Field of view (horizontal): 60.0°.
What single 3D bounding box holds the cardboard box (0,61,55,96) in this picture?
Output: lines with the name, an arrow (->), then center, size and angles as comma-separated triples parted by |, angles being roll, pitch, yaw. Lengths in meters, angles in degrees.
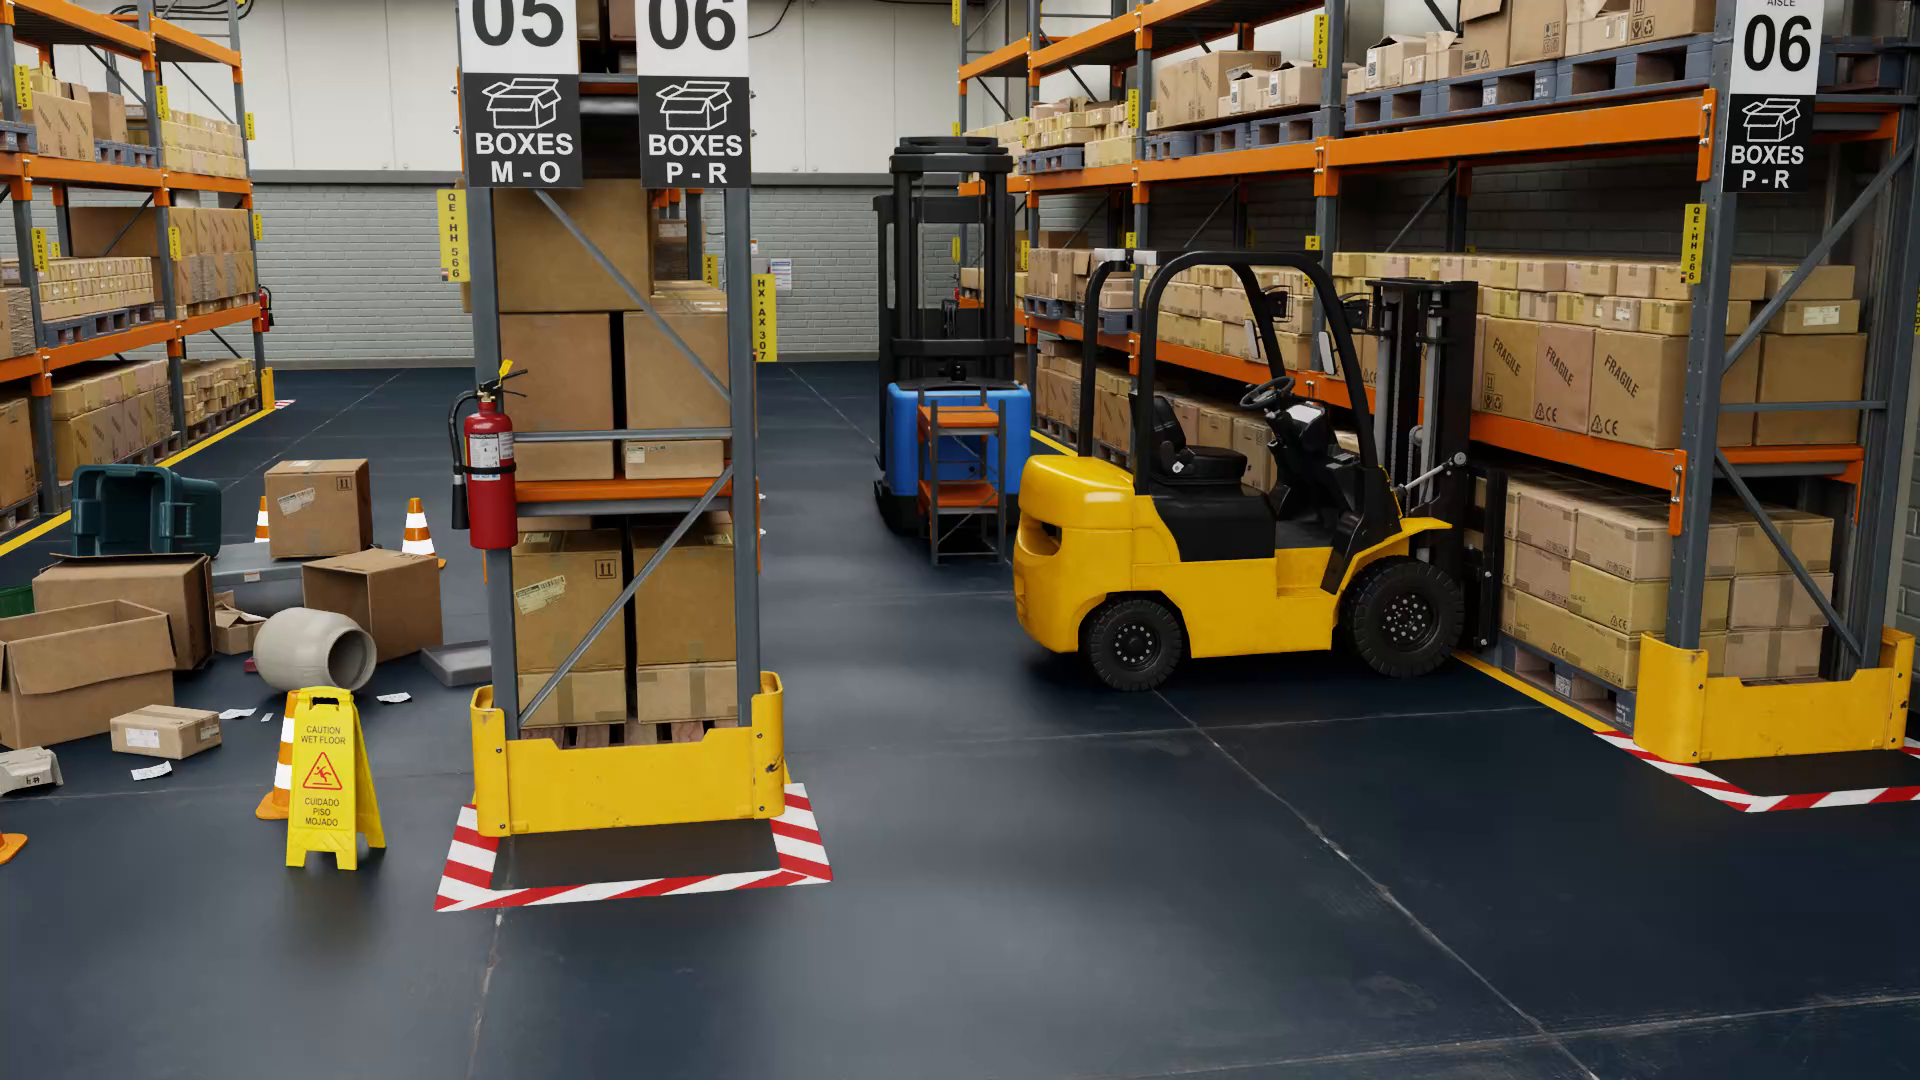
cardboard box -> -7.572, -3.733, 13.449 | 0.396, 0.266, 0.258 | -2, 11, -11

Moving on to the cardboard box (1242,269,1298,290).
cardboard box -> 2.300, -1.911, 12.212 | 0.380, 0.149, 0.250 | -2, 11, -12

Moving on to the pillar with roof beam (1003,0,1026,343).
pillar with roof beam -> -3.378, -6.820, 23.962 | 9.100, 9.000, 0.400 | -2, 11, -11

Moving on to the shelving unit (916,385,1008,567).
shelving unit -> 0.000, -0.475, 11.685 | 0.538, 1.125, 1.048 | -1, 11, -6

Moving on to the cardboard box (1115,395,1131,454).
cardboard box -> 1.748, -1.083, 15.427 | 0.500, 0.500, 0.500 | -2, 11, -9

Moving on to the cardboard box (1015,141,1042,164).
cardboard box -> 0.923, -4.394, 18.844 | 0.500, 0.250, 0.500 | -2, 11, -11

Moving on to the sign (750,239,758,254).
sign -> -3.509, -4.846, 27.425 | 0.339, 0.242, 0.001 | -2, 11, -11

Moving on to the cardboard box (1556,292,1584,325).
cardboard box -> 3.148, -1.130, 8.111 | 0.380, 0.149, 0.250 | -2, 11, -11

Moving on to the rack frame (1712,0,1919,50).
rack frame -> 3.597, -3.515, 6.596 | 1.000, 3.000, 0.127 | -2, 11, -11

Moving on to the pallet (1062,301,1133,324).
pallet -> 1.658, -2.297, 16.757 | 1.003, 0.211, 1.213 | -2, 11, -11

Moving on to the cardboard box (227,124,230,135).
cardboard box -> -8.894, -4.866, 19.713 | 0.380, 0.149, 0.250 | -2, 11, -10

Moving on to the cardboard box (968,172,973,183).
cardboard box -> 0.319, -4.786, 21.967 | 0.380, 0.149, 0.250 | -2, 11, -10

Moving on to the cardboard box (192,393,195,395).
cardboard box -> -8.418, -1.506, 17.790 | 0.380, 0.149, 0.250 | -2, 11, -11

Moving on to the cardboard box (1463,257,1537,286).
cardboard box -> 2.984, -1.468, 9.087 | 0.380, 0.149, 0.250 | -2, 11, -11

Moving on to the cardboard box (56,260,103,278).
cardboard box -> -7.865, -2.409, 14.789 | 0.380, 0.149, 0.250 | -2, 11, -12

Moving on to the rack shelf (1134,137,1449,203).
rack shelf -> 2.430, -2.788, 12.726 | 1.077, 0.370, 4.000 | -2, 11, -11

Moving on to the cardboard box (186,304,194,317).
cardboard box -> -8.449, -2.471, 17.829 | 0.380, 0.149, 0.250 | -3, 11, -14

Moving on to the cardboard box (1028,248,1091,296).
cardboard box -> 1.137, -2.927, 18.163 | 0.700, 0.500, 0.500 | -2, 11, -10

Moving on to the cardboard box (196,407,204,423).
cardboard box -> -8.249, -1.322, 17.621 | 0.380, 0.149, 0.250 | -2, 11, -9

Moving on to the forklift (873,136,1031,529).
forklift -> -0.133, -1.748, 13.544 | 1.130, 2.935, 3.031 | -1, 11, -6

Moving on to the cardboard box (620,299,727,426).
cardboard box -> -1.196, -0.774, 7.176 | 0.500, 0.500, 0.500 | -2, 11, -9

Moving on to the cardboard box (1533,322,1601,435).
cardboard box -> 3.152, -0.793, 8.074 | 0.500, 0.500, 0.500 | -2, 11, -9

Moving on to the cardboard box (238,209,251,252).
cardboard box -> -8.886, -3.734, 20.056 | 0.500, 0.500, 0.500 | -2, 11, -12

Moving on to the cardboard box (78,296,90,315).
cardboard box -> -7.766, -2.024, 14.359 | 0.380, 0.149, 0.250 | -2, 11, -9

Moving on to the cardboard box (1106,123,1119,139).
cardboard box -> 1.587, -3.828, 15.601 | 0.380, 0.149, 0.250 | -2, 11, -11

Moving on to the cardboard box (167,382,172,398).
cardboard box -> -8.305, -1.558, 17.269 | 0.380, 0.149, 0.250 | -2, 11, -9

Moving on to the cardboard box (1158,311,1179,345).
cardboard box -> 1.980, -1.779, 13.920 | 0.500, 0.250, 0.500 | -2, 11, -12

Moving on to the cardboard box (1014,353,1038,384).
cardboard box -> 0.841, -2.016, 20.331 | 0.700, 0.500, 0.500 | -3, 11, -13

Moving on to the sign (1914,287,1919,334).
sign -> 4.142, -1.051, 7.169 | 0.100, 0.325, 0.005 | -2, 11, -11

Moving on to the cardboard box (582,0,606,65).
cardboard box -> -1.719, -2.109, 6.840 | 0.500, 0.250, 0.500 | -2, 11, -12

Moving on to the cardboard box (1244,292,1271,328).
cardboard box -> 2.365, -1.648, 11.898 | 0.500, 0.250, 0.500 | -2, 11, -12

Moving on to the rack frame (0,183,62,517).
rack frame -> -7.663, -1.655, 12.871 | 1.000, 3.000, 0.127 | -2, 11, -11

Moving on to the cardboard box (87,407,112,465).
cardboard box -> -7.652, -0.865, 14.280 | 0.500, 0.500, 0.500 | -2, 11, -10

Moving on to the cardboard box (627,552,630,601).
cardboard box -> -2.085, 0.240, 9.145 | 0.500, 0.250, 0.500 | -1, 11, -8

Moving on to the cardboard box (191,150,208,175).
cardboard box -> -8.461, -4.071, 17.942 | 0.500, 0.250, 0.500 | -2, 11, -9

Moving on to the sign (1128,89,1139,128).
sign -> 1.508, -3.743, 14.436 | 0.100, 0.325, 0.005 | -2, 11, -11

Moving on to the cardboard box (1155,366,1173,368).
cardboard box -> 1.941, -1.674, 16.798 | 0.380, 0.149, 0.250 | -2, 11, -11

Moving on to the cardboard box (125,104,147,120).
cardboard box -> -8.260, -4.292, 16.702 | 0.380, 0.149, 0.250 | -2, 11, -12

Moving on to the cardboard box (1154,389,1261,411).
cardboard box -> 2.149, -0.960, 14.445 | 0.875, 0.625, 0.625 | -2, 11, -9

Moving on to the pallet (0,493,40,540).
pallet -> -7.584, -0.138, 12.358 | 1.003, 0.211, 1.213 | -2, 11, -11

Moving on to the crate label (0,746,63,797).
crate label -> -3.857, 0.948, 6.847 | 0.250, 0.136, 0.298 | -9, 14, -40

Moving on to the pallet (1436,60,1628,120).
pallet -> 3.244, -2.353, 8.750 | 1.003, 0.211, 1.213 | -2, 11, -11

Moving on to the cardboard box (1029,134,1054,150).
cardboard box -> 0.947, -4.256, 17.795 | 0.380, 0.149, 0.250 | -2, 11, -10

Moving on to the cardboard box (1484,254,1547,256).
cardboard box -> 3.360, -1.629, 9.933 | 0.380, 0.149, 0.250 | -2, 11, -12

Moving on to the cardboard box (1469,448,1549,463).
cardboard box -> 3.303, -0.379, 9.724 | 0.500, 0.250, 0.500 | -2, 11, -11

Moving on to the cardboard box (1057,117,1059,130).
cardboard box -> 1.203, -4.264, 17.042 | 0.380, 0.149, 0.250 | -2, 11, -10

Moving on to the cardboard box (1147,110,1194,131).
cardboard box -> 1.811, -3.574, 14.165 | 0.380, 0.166, 0.250 | -2, 11, -11

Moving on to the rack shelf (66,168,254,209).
rack shelf -> -8.830, -3.876, 18.440 | 1.077, 0.370, 4.000 | -2, 11, -11

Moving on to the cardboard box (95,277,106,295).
cardboard box -> -7.869, -2.266, 14.832 | 0.380, 0.149, 0.250 | -2, 11, -9

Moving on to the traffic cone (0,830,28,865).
traffic cone -> -3.643, 0.930, 6.071 | 0.336, 0.463, 0.334 | -2, 11, -11

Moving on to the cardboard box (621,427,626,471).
cardboard box -> -1.198, -0.379, 6.836 | 0.380, 0.149, 0.250 | -2, 11, -10

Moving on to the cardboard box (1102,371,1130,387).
cardboard box -> 1.598, -1.562, 16.210 | 0.380, 0.149, 0.250 | -2, 11, -9

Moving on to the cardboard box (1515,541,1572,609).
cardboard box -> 3.108, 0.161, 8.223 | 0.500, 0.250, 0.500 | -2, 11, -12

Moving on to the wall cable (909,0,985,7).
wall cable -> 0.643, -10.263, 27.177 | 2.988, 3.039, 0.133 | -2, 11, -11

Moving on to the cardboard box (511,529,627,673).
cardboard box -> -1.683, 0.252, 7.075 | 0.500, 0.500, 0.500 | -2, 11, -11

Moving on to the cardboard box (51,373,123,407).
cardboard box -> -7.742, -1.322, 14.674 | 0.500, 0.250, 0.500 | -2, 11, -11

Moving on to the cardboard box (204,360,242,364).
cardboard box -> -8.875, -2.085, 20.037 | 0.380, 0.149, 0.250 | -2, 11, -10
